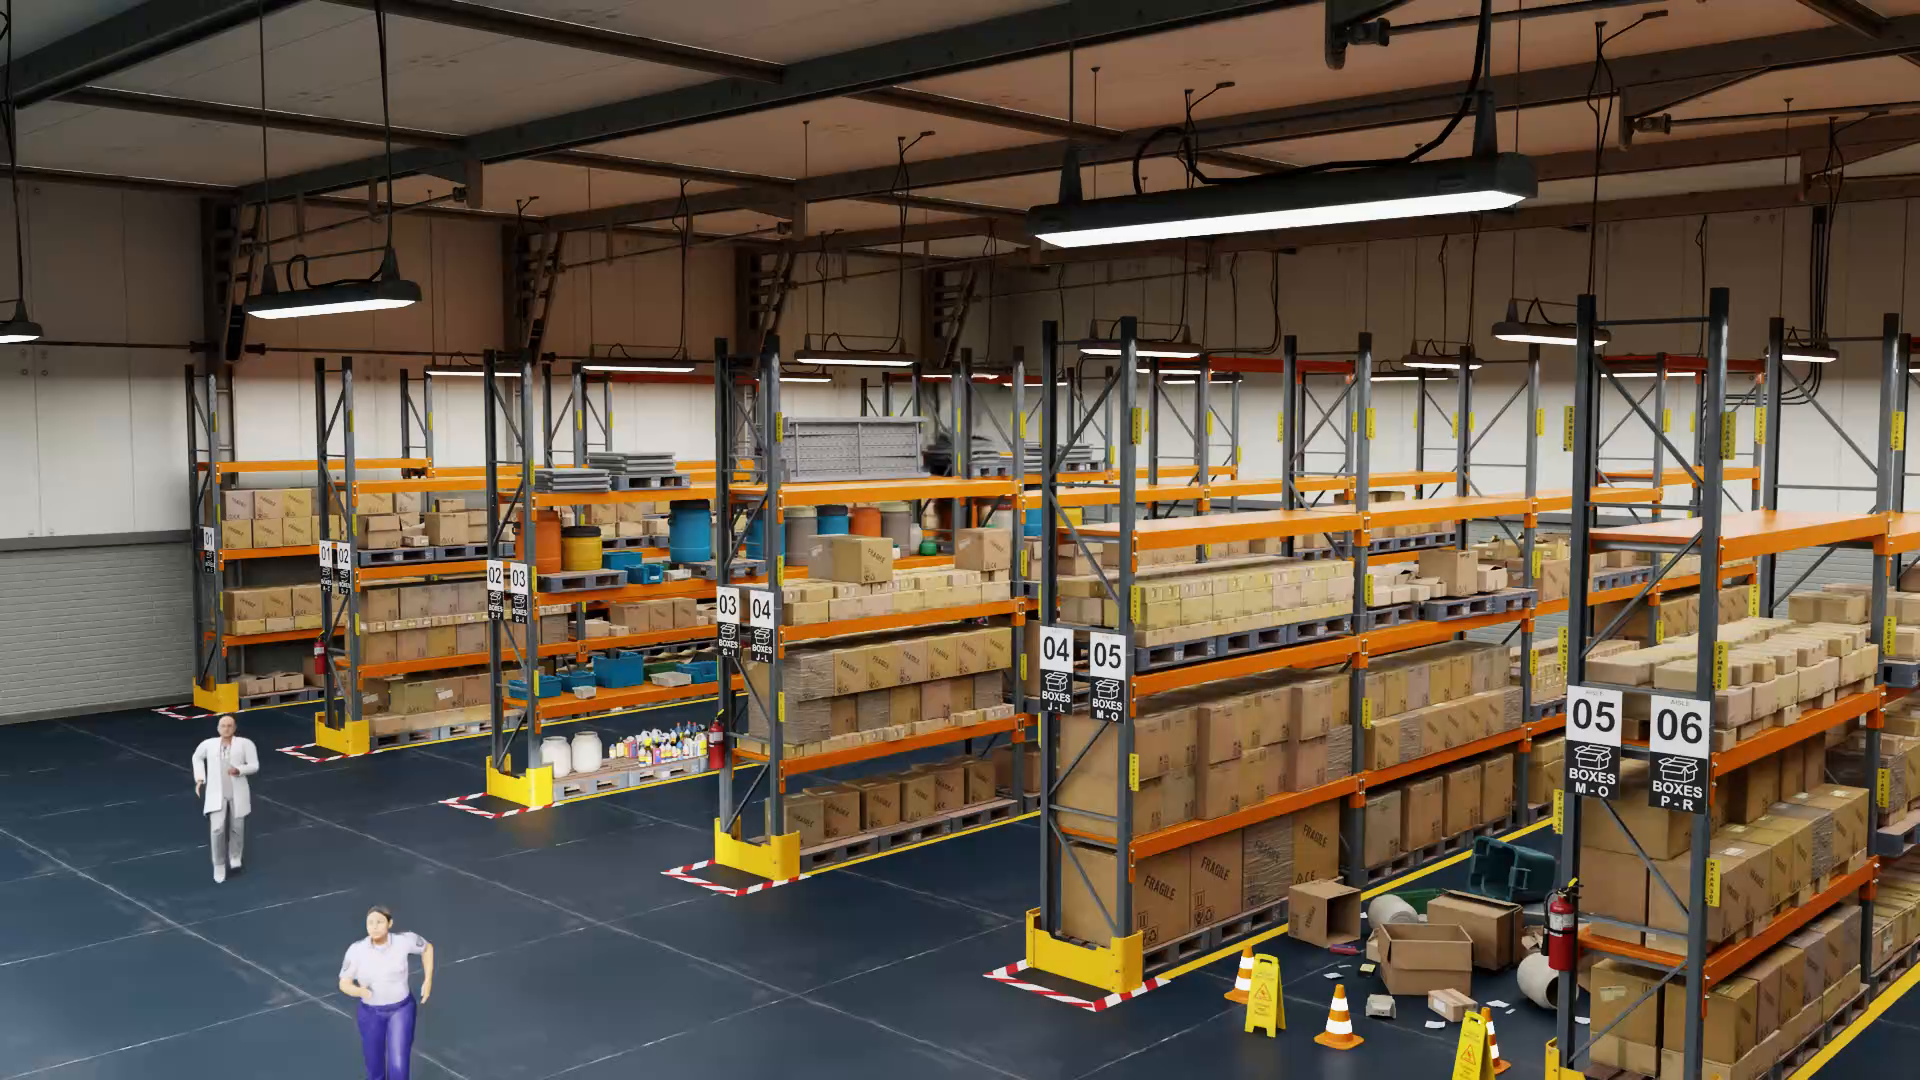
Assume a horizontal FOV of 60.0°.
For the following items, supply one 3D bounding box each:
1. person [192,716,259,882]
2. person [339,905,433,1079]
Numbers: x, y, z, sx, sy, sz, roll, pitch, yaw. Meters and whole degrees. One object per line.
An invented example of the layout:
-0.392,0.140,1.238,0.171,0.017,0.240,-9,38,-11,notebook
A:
-8.148,2.871,18.491,0.674,1.834,0.786,-2,5,-25,person
-4.121,3.437,11.976,0.610,1.691,0.873,-1,4,-11,person
